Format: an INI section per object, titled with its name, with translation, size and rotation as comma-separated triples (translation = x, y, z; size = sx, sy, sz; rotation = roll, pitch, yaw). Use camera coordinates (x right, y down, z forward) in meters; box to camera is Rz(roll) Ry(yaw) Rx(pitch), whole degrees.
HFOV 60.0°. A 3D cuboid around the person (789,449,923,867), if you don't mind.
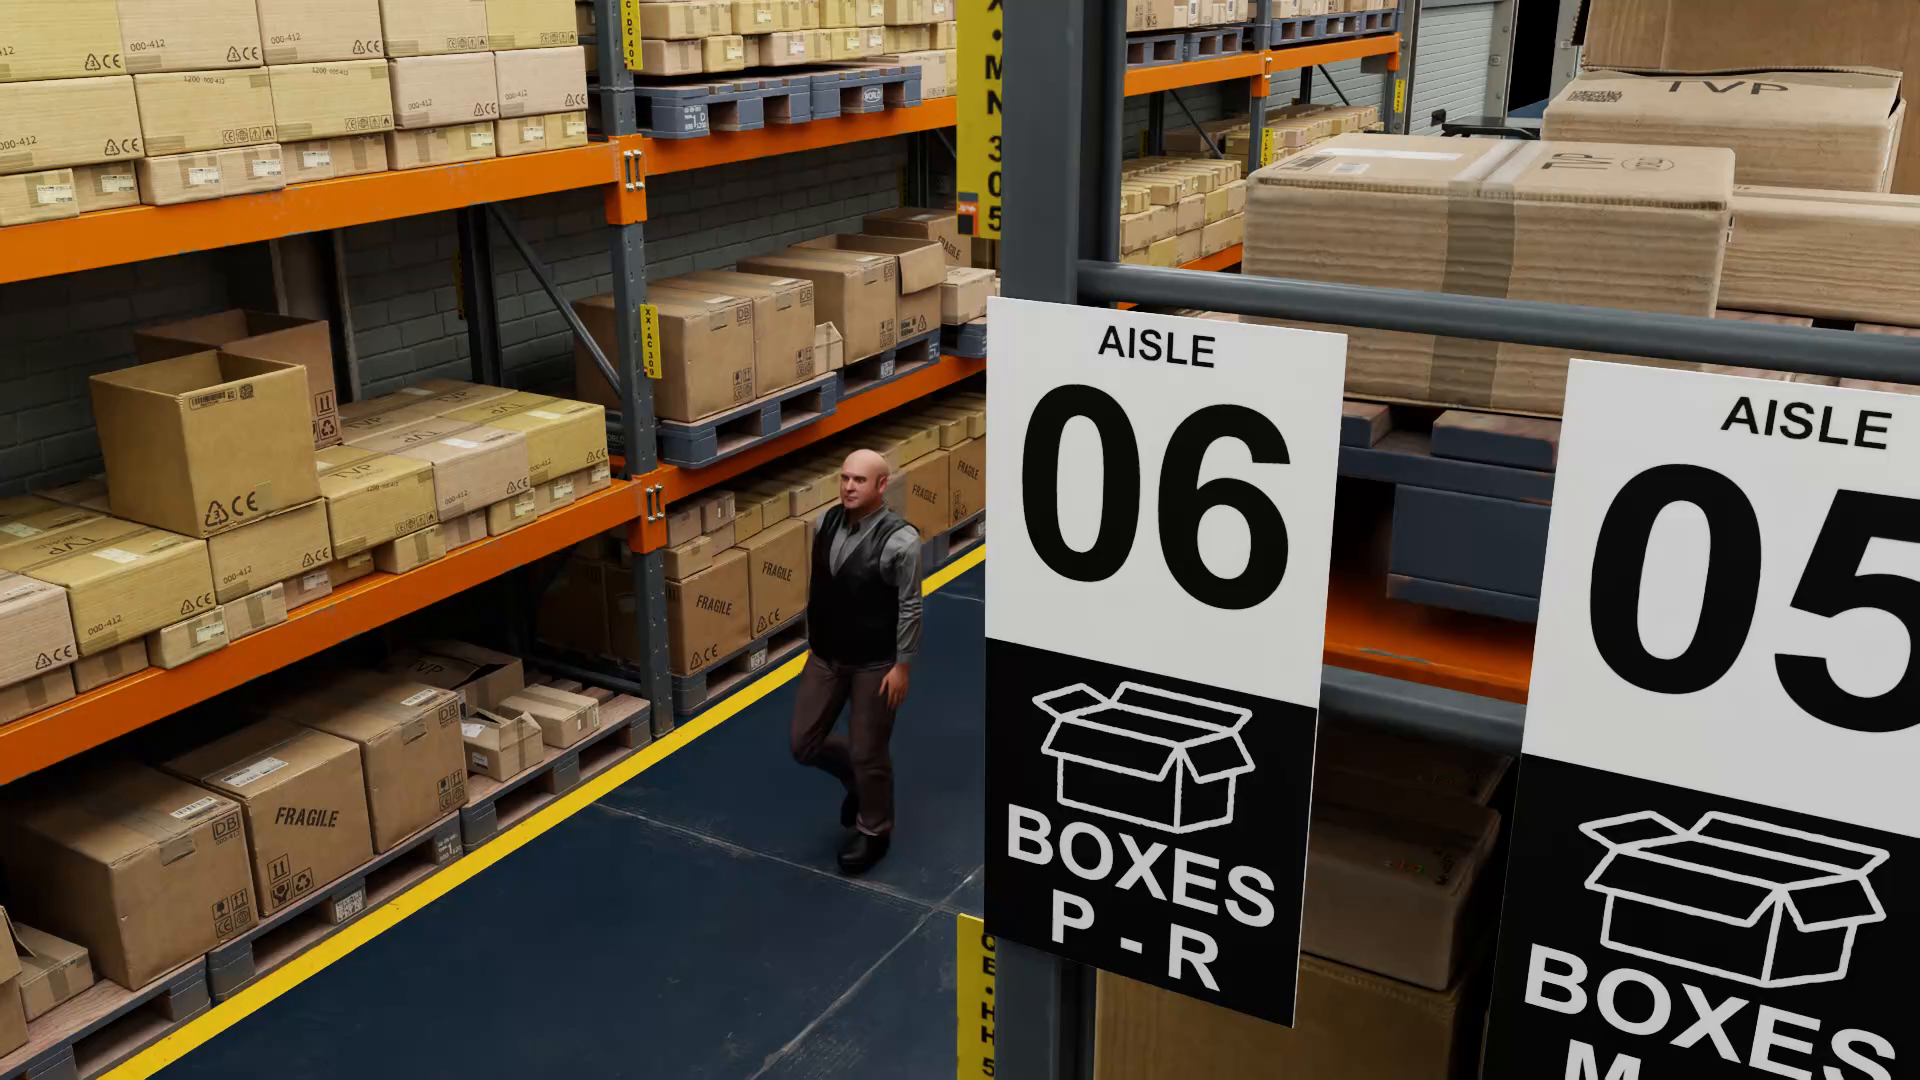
[person]
translation = -0.402, 0.473, 6.665
size = 0.556, 1.714, 0.487
rotation = 13, 23, 32
